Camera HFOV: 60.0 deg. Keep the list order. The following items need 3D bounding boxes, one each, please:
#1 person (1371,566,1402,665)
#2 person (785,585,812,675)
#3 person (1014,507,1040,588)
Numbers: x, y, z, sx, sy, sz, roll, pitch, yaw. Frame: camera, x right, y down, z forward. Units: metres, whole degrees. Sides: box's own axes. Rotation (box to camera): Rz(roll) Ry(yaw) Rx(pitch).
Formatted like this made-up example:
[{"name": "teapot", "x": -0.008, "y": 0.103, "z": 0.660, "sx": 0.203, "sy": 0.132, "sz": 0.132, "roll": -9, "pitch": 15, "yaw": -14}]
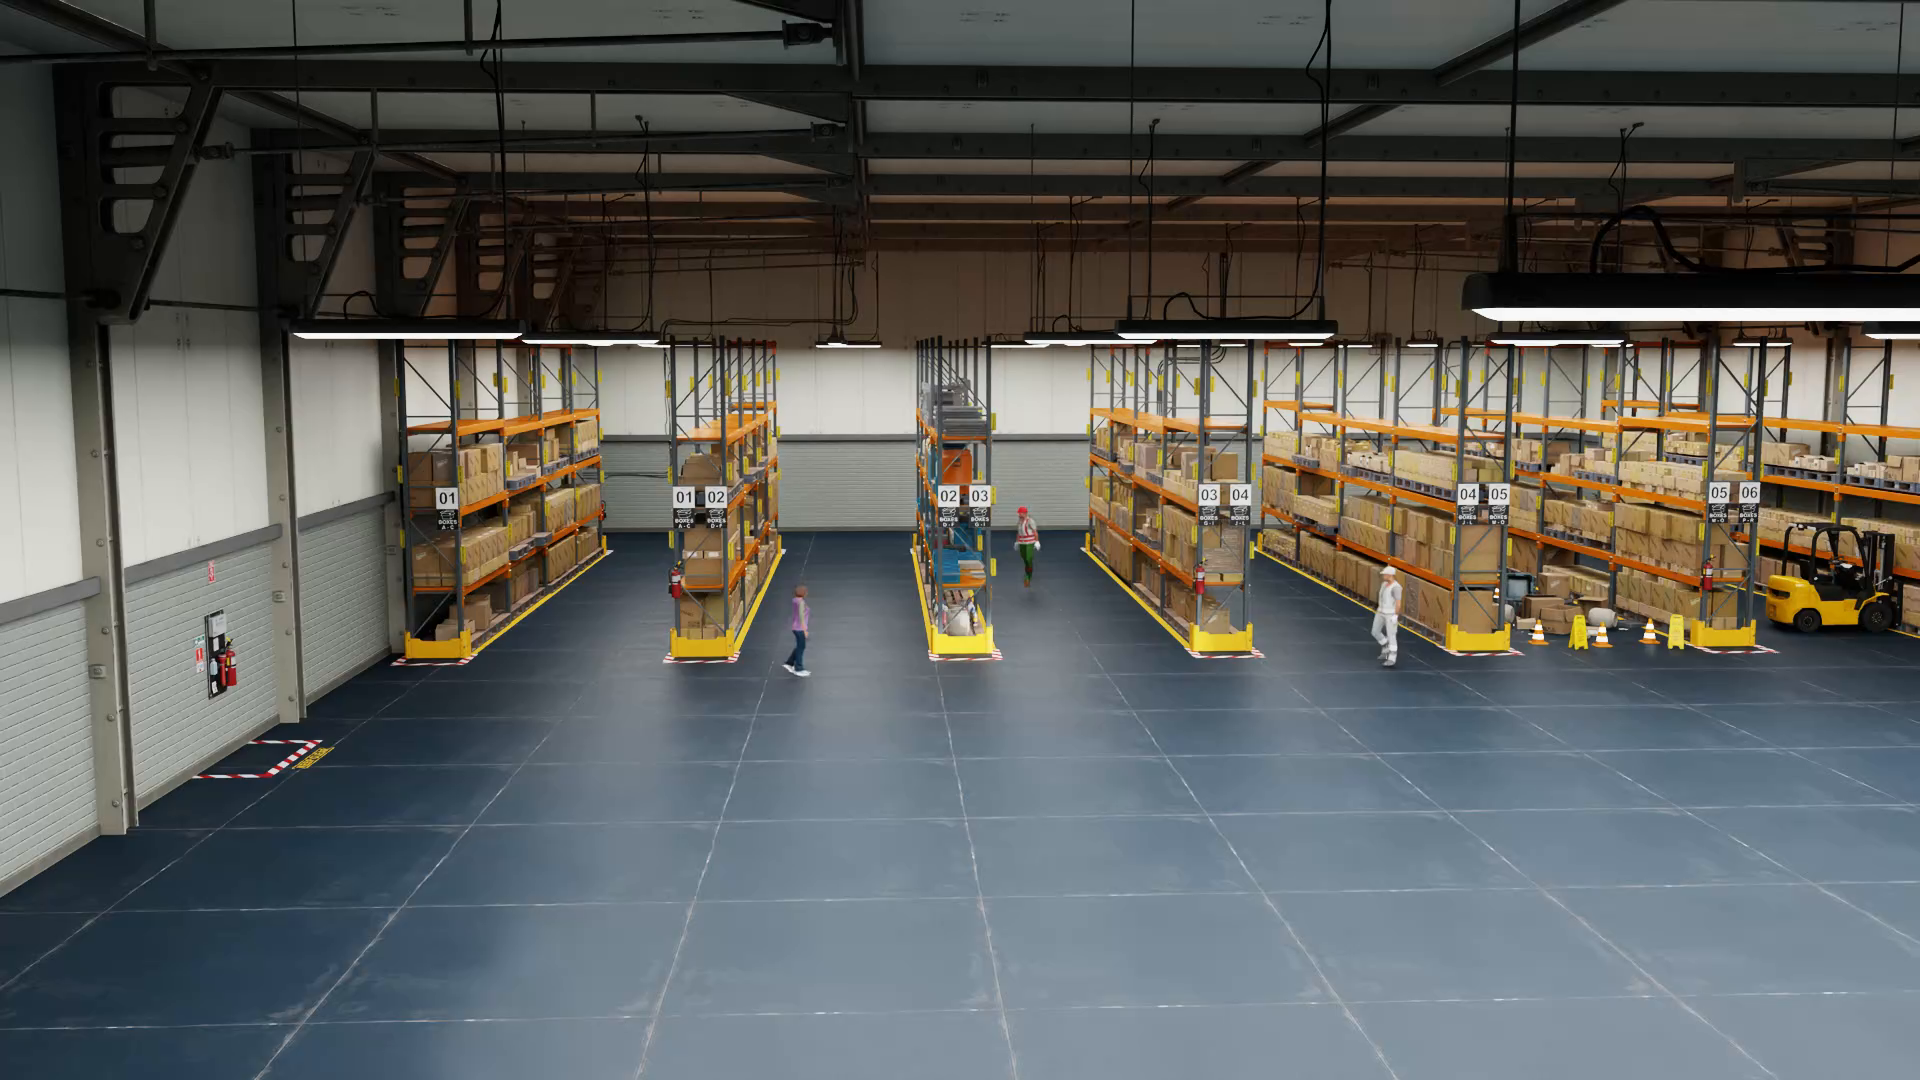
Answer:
[{"name": "person", "x": 7.834, "y": 1.369, "z": 30.454, "sx": 0.499, "sy": 1.789, "sz": 0.627, "roll": -4, "pitch": 7, "yaw": -29}, {"name": "person", "x": -2.865, "y": 1.599, "z": 29.428, "sx": 0.439, "sy": 1.607, "sz": 0.489, "roll": -2, "pitch": 7, "yaw": -15}, {"name": "person", "x": 1.569, "y": 0.150, "z": 38.971, "sx": 0.632, "sy": 1.863, "sz": 0.605, "roll": 4, "pitch": 8, "yaw": 32}]
